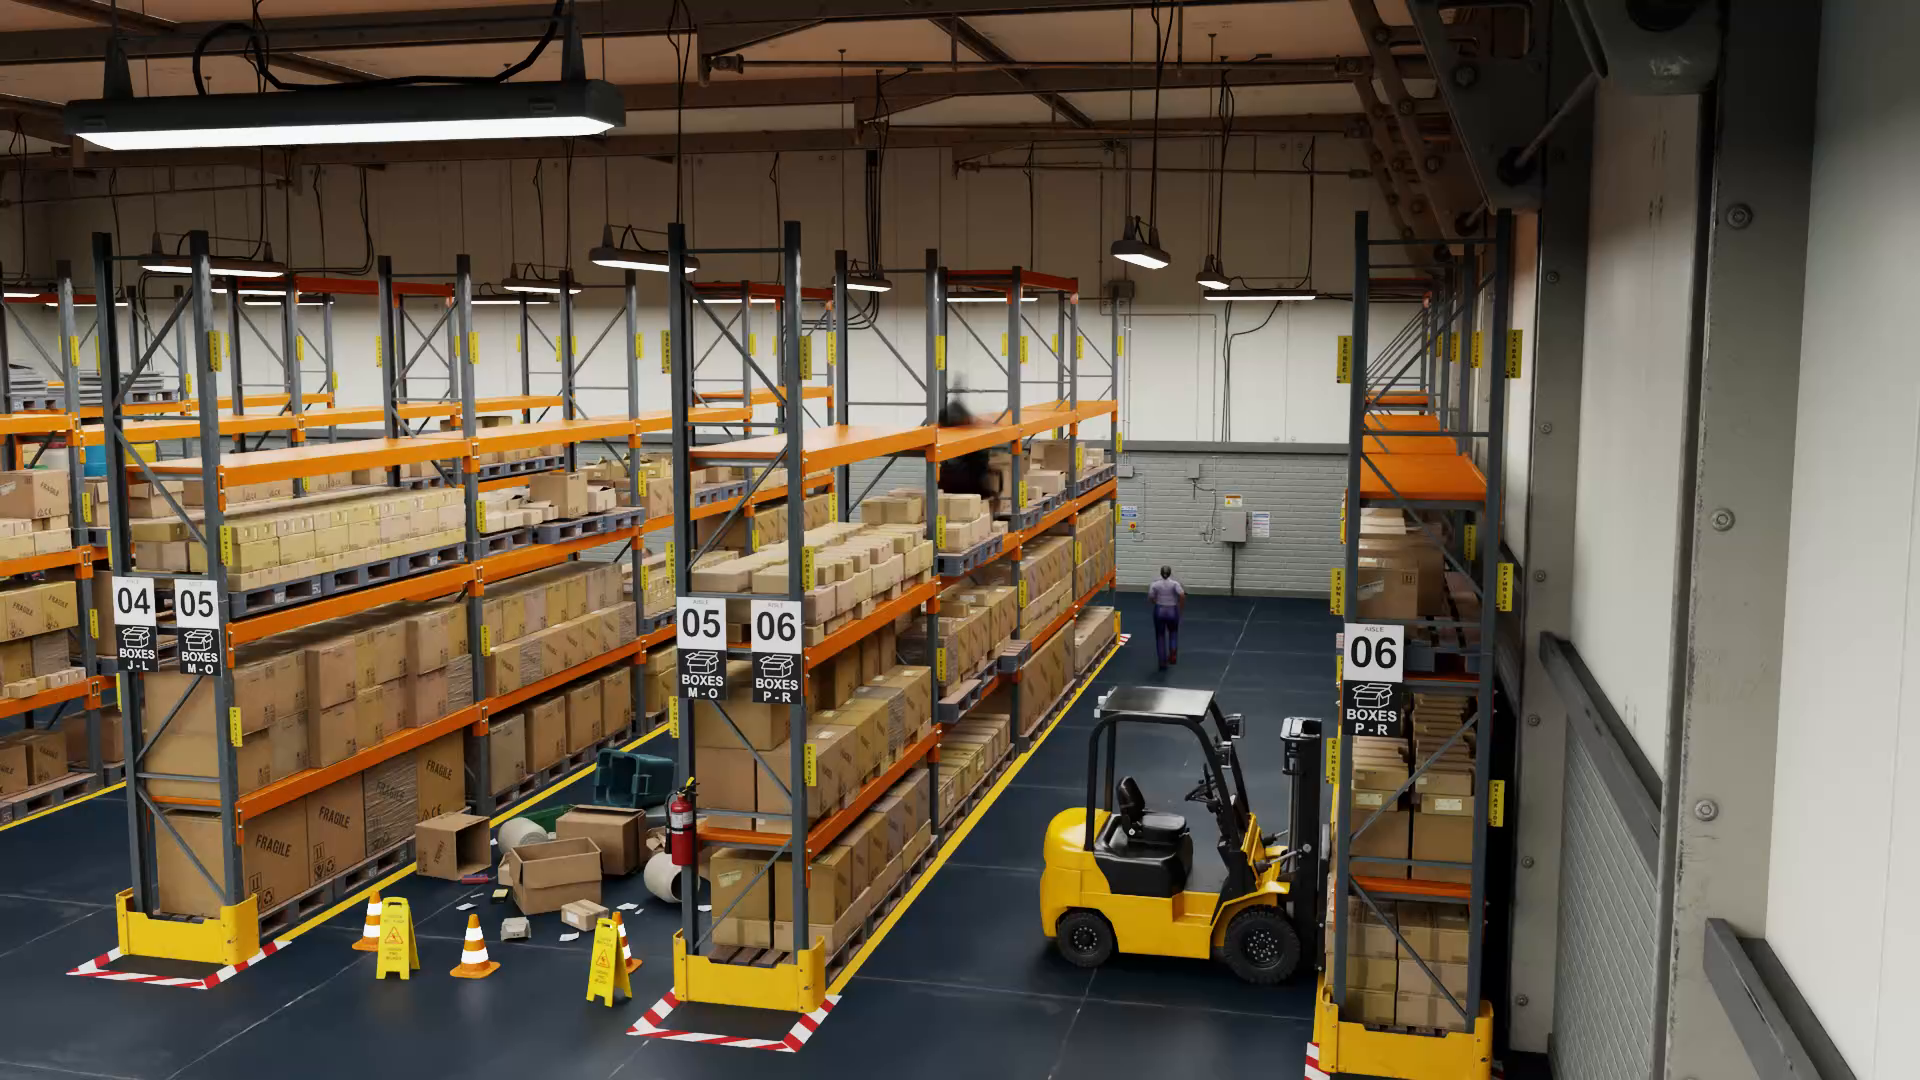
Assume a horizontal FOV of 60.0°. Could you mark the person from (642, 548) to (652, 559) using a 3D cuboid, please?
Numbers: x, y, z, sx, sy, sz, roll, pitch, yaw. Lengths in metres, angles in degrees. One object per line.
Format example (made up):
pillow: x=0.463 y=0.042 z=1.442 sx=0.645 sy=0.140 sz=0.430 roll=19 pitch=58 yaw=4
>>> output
person: x=-5.083 y=0.996 z=27.253 sx=0.645 sy=1.751 sz=0.885 roll=3 pitch=8 yaw=25

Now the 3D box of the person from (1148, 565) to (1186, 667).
person: x=3.250 y=1.181 z=26.141 sx=0.592 sy=1.609 sz=0.583 roll=1 pitch=7 yaw=7
